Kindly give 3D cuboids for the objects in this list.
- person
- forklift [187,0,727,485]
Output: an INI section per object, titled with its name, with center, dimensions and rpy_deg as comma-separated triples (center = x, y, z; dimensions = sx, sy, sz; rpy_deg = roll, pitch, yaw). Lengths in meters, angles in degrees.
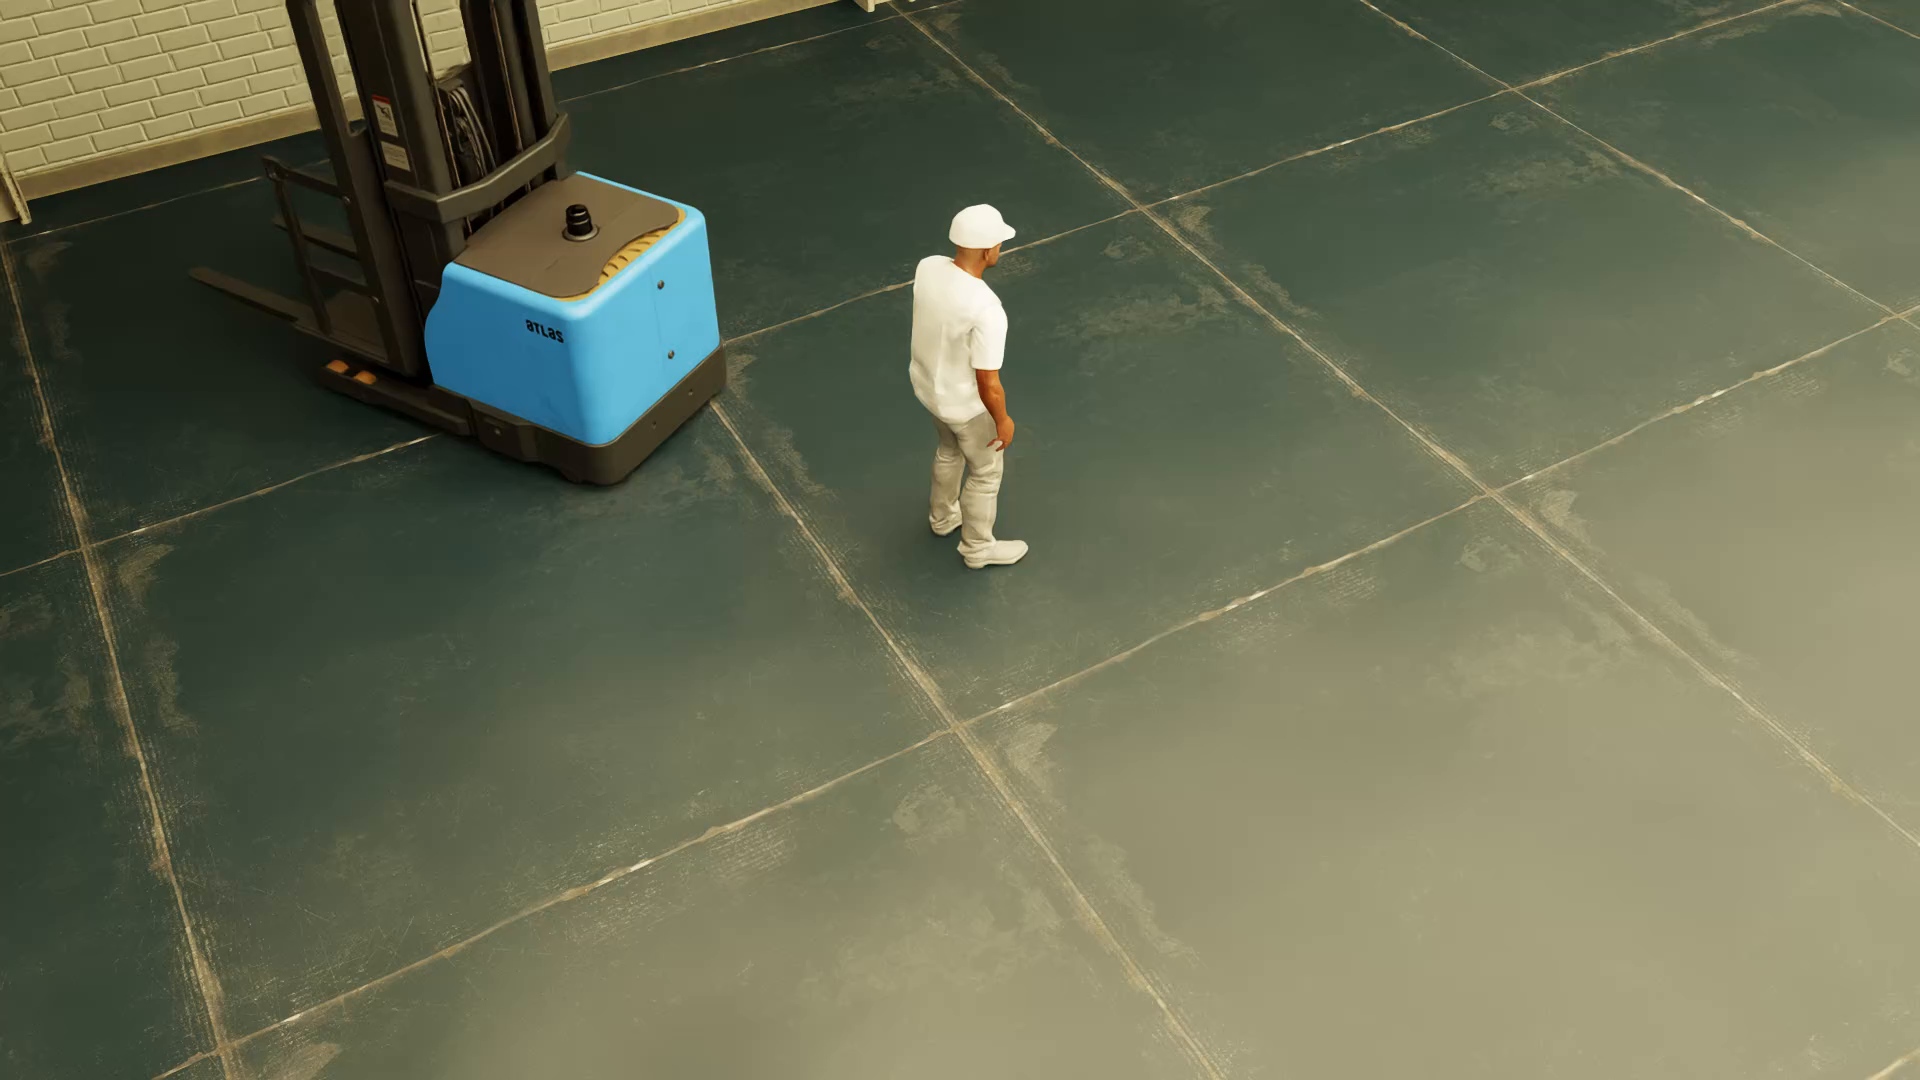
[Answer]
[person]
center = 0.030, -0.662, 7.276
dimensions = 0.460, 1.760, 0.626
rpy_deg = -23, 48, -23
[forklift]
center = -2.750, -2.074, 7.934
dimensions = 3.031, 2.935, 1.130
rpy_deg = 21, 47, 21
